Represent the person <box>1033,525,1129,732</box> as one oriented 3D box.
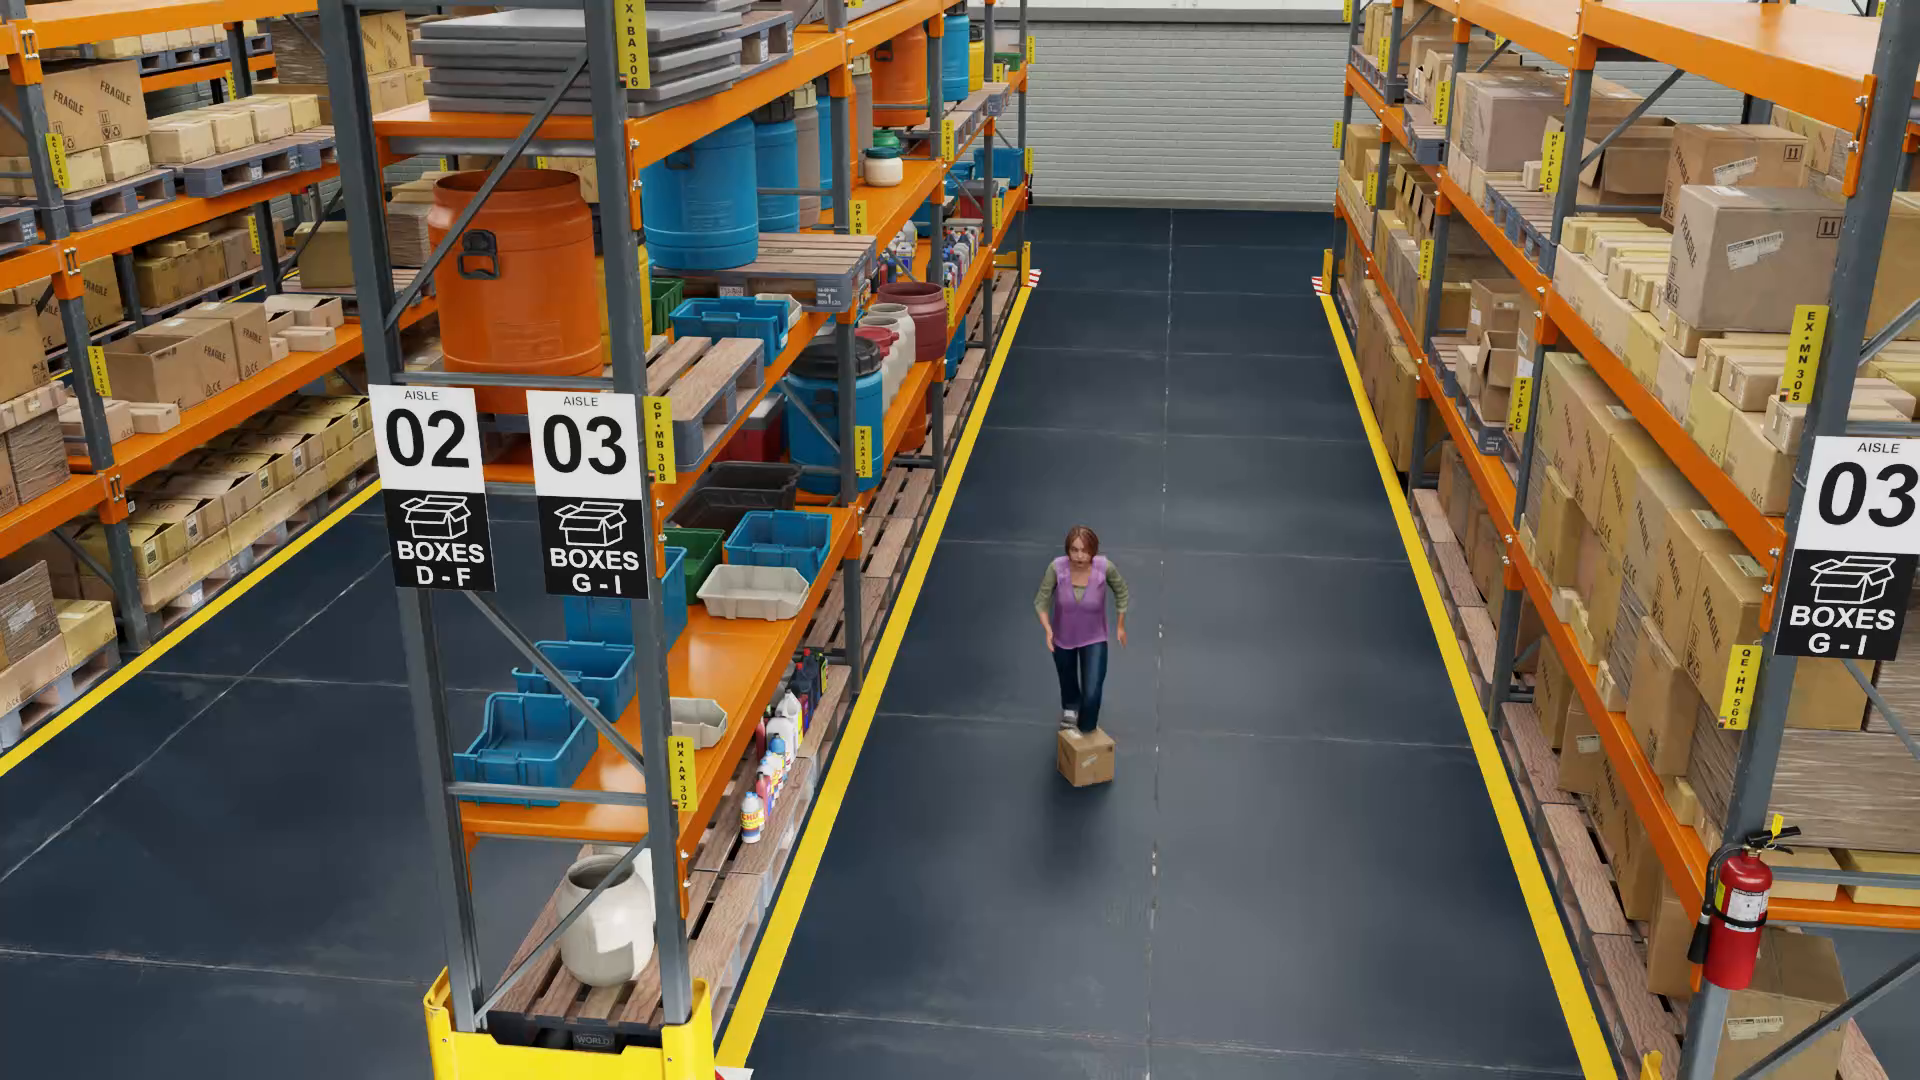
[{"bbox_3d":[0.713,0.557,9.764,0.529,1.514,0.858,5,22,13],"label":"person"}]
